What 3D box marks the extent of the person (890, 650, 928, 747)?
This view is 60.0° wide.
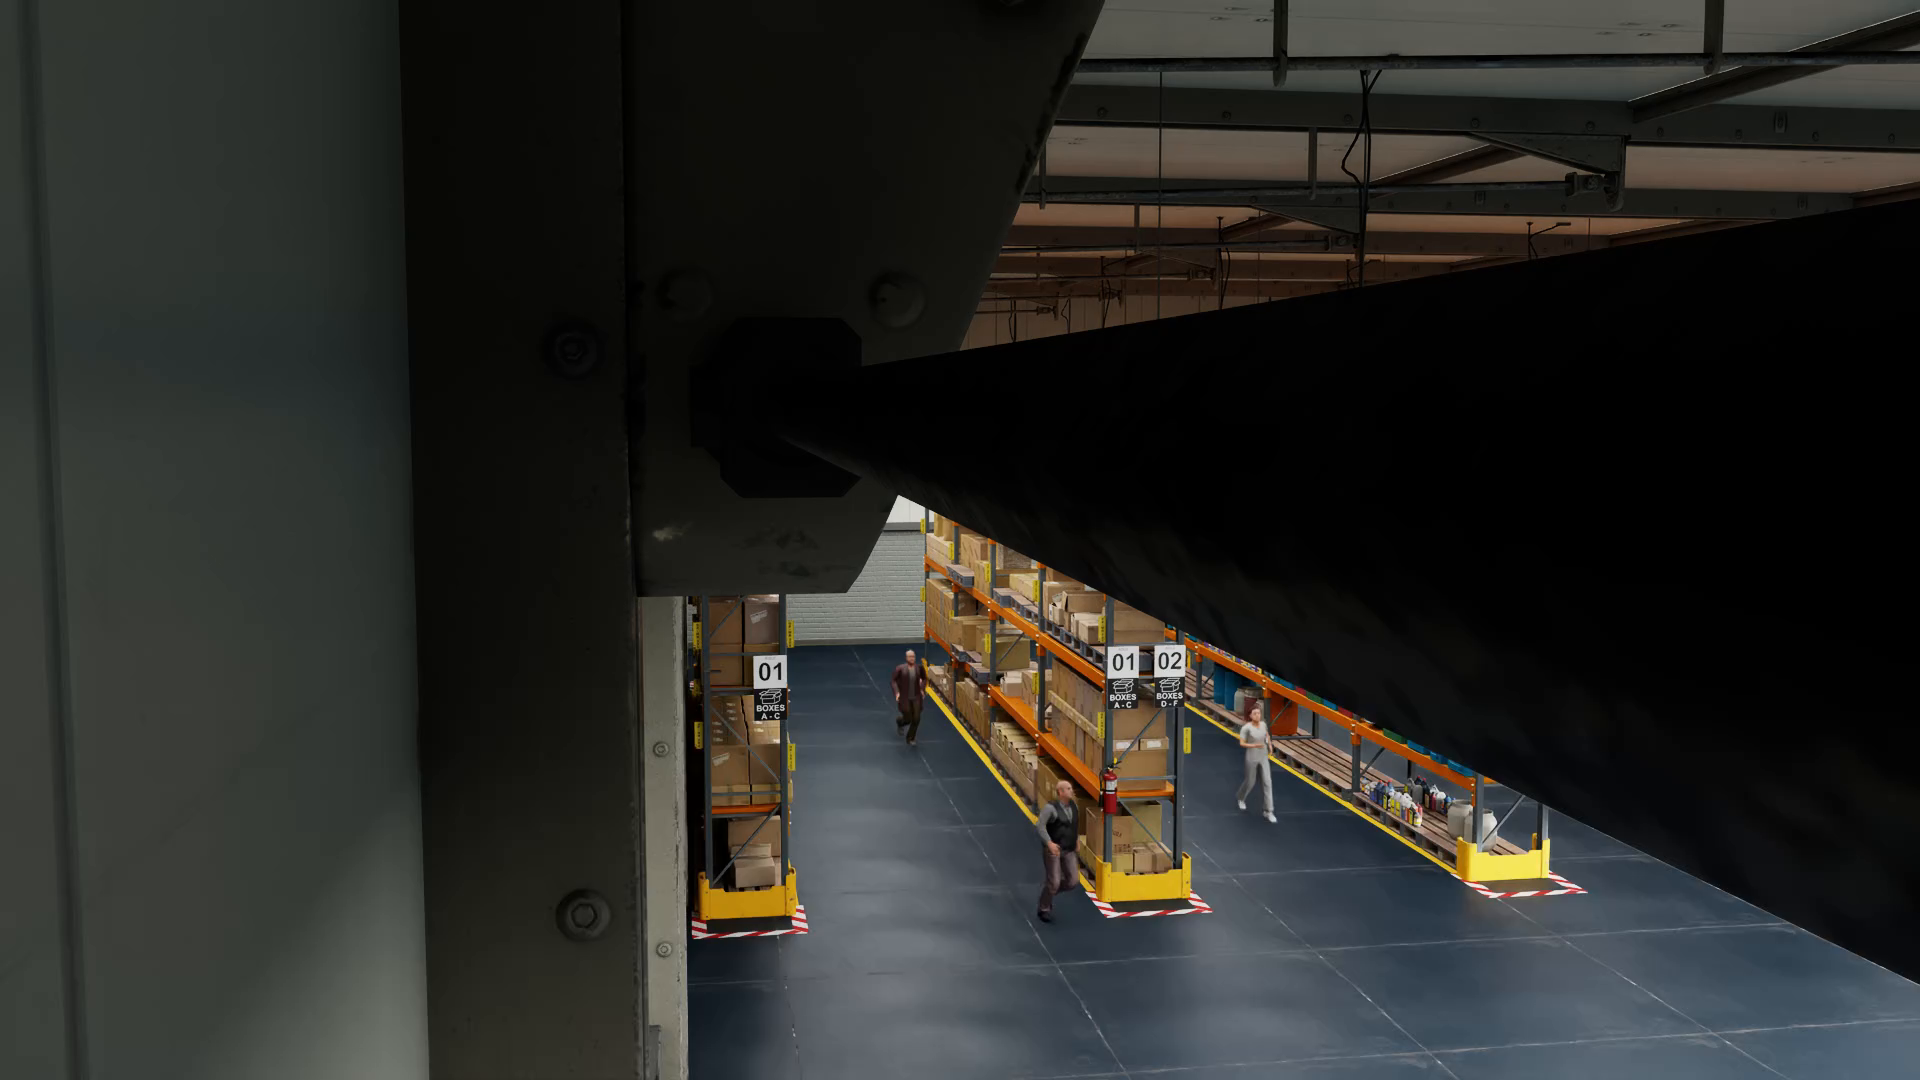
[{"bbox_3d":[-0.922,2.834,30.027,0.695,1.727,0.673,-2,5,-18],"label":"person"}]

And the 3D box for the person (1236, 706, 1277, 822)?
[{"bbox_3d":[4.439,3.295,24.828,0.575,1.646,1.021,-1,5,-14],"label":"person"}]

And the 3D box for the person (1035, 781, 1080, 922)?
[{"bbox_3d":[1.230,3.739,20.101,0.709,1.657,0.525,-4,6,-36],"label":"person"}]
